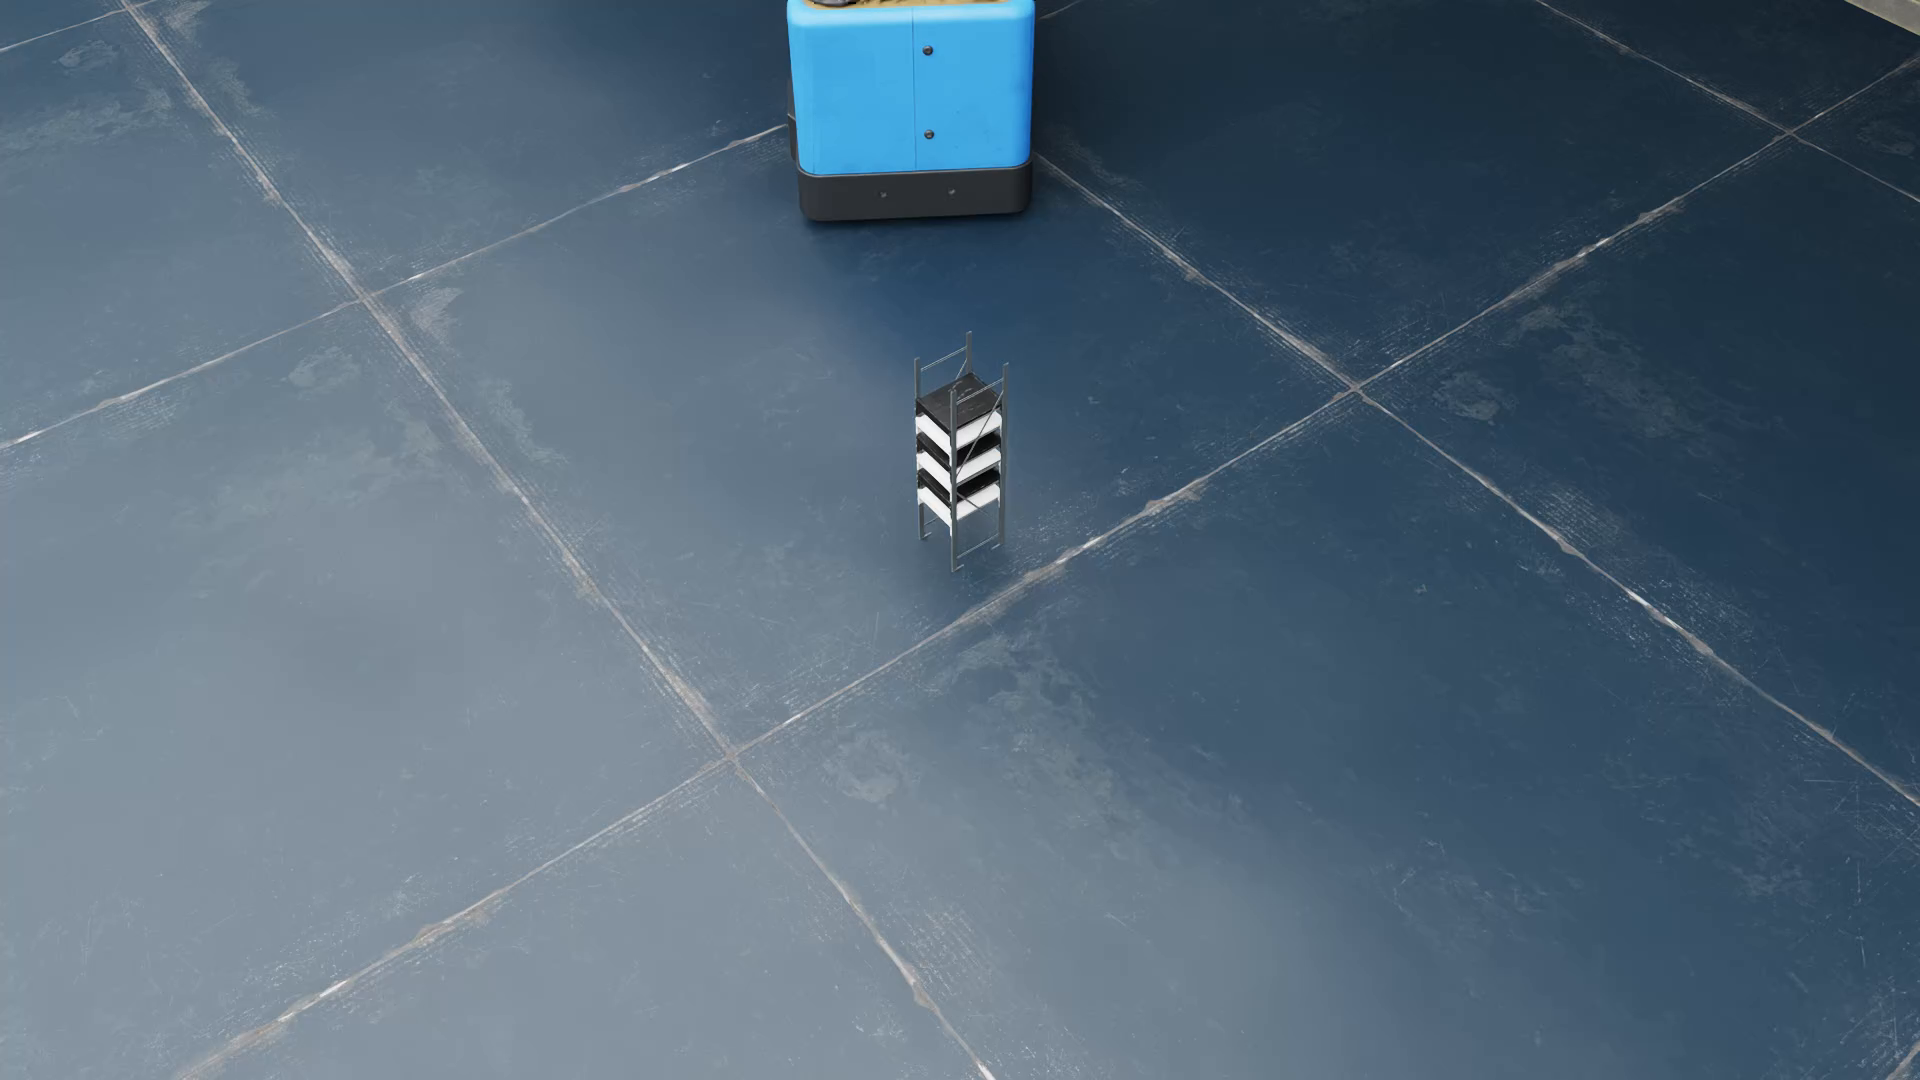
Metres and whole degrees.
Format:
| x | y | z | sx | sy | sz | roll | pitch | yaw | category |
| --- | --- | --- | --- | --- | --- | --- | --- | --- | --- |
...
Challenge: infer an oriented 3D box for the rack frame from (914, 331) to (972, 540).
| x | y | z | sx | sy | sz | roll | pitch | yaw | category |
| --- | --- | --- | --- | --- | --- | --- | --- | --- | --- |
| -0.057 | -0.357 | 5.967 | 0.240 | 0.900 | 0.006 | -29 | 54 | -24 | rack frame |

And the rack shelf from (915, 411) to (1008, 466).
| x | y | z | sx | sy | sz | roll | pitch | yaw | category |
| --- | --- | --- | --- | --- | --- | --- | --- | --- | --- |
| 0.005 | -0.396 | 5.804 | 0.258 | 0.077 | 0.200 | -29 | 54 | -24 | rack shelf |

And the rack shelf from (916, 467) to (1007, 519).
| x | y | z | sx | sy | sz | roll | pitch | yaw | category |
| --- | --- | --- | --- | --- | --- | --- | --- | --- | --- |
| 0.005 | -0.215 | 6.004 | 0.258 | 0.077 | 0.200 | -29 | 54 | -24 | rack shelf |

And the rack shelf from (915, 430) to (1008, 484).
| x | y | z | sx | sy | sz | roll | pitch | yaw | category |
| --- | --- | --- | --- | --- | --- | --- | --- | --- | --- |
| 0.005 | -0.336 | 5.870 | 0.258 | 0.077 | 0.200 | -29 | 54 | -24 | rack shelf |

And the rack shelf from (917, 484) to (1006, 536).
| x | y | z | sx | sy | sz | roll | pitch | yaw | category |
| --- | --- | --- | --- | --- | --- | --- | --- | --- | --- |
| 0.005 | -0.154 | 6.070 | 0.258 | 0.077 | 0.200 | -29 | 54 | -24 | rack shelf |

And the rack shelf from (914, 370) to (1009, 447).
| x | y | z | sx | sy | sz | roll | pitch | yaw | category |
| --- | --- | --- | --- | --- | --- | --- | --- | --- | --- |
| 0.005 | -0.456 | 5.737 | 0.258 | 0.077 | 0.200 | -29 | 54 | -24 | rack shelf |

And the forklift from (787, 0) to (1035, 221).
| x | y | z | sx | sy | sz | roll | pitch | yaw | category |
| --- | --- | --- | --- | --- | --- | --- | --- | --- | --- |
| -0.299 | -3.504 | 7.448 | 1.130 | 2.935 | 3.031 | -3 | 48 | -3 | forklift |

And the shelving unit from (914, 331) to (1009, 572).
| x | y | z | sx | sy | sz | roll | pitch | yaw | category |
| --- | --- | --- | --- | --- | --- | --- | --- | --- | --- |
| 0.005 | -0.297 | 5.912 | 0.258 | 0.900 | 0.210 | -29 | 54 | -24 | shelving unit |

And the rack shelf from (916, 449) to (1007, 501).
| x | y | z | sx | sy | sz | roll | pitch | yaw | category |
| --- | --- | --- | --- | --- | --- | --- | --- | --- | --- |
| 0.005 | -0.275 | 5.937 | 0.258 | 0.077 | 0.200 | -29 | 54 | -24 | rack shelf |

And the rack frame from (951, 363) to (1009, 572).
| x | y | z | sx | sy | sz | roll | pitch | yaw | category |
| --- | --- | --- | --- | --- | --- | --- | --- | --- | --- |
| 0.066 | -0.238 | 5.858 | 0.240 | 0.900 | 0.006 | -29 | 54 | -24 | rack frame |
